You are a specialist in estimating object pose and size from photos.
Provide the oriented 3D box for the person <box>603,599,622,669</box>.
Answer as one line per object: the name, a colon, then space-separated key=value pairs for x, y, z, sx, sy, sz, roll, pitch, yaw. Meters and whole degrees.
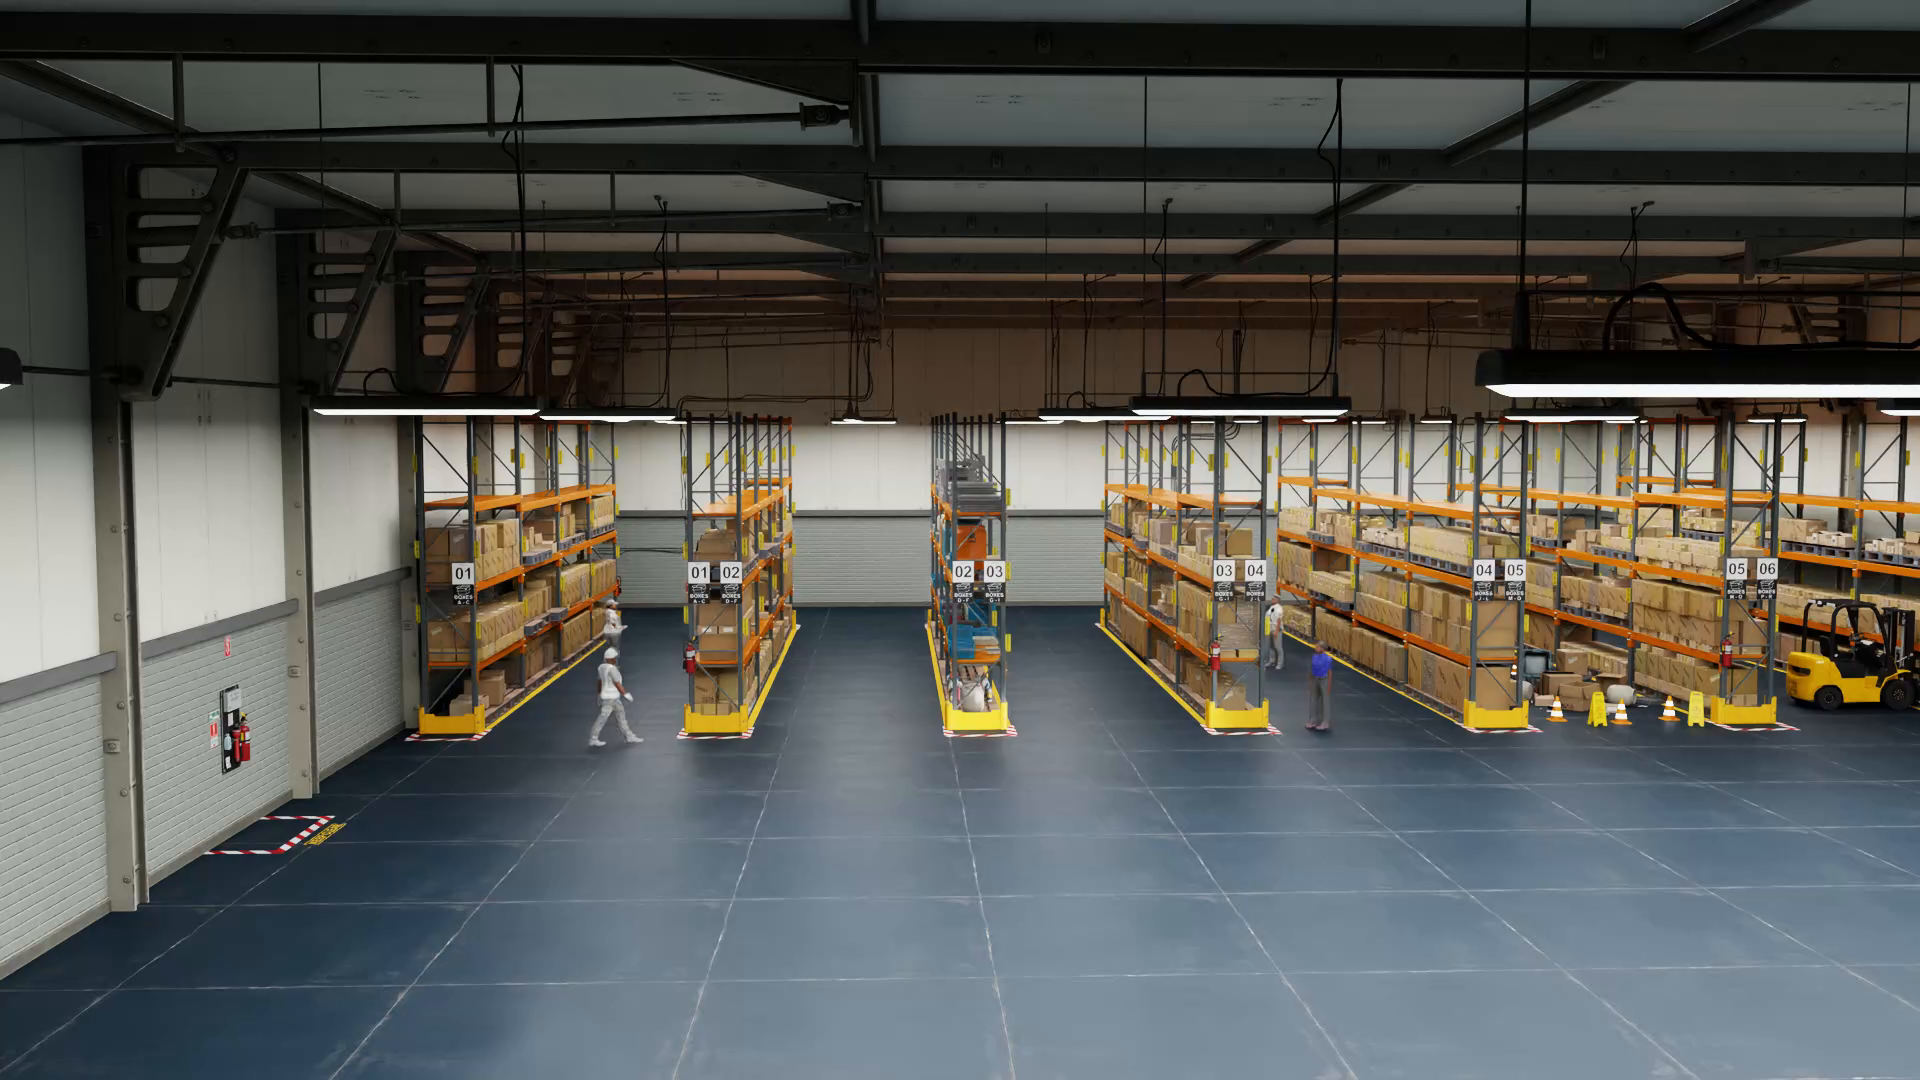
person: x=-8.152 y=2.222 z=39.111 sx=0.491 sy=1.665 sz=0.455 roll=2 pitch=5 yaw=33

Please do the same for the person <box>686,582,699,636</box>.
person: x=-7.298 y=1.750 z=45.847 sx=0.450 sy=1.736 sz=0.564 roll=1 pitch=4 yaw=9

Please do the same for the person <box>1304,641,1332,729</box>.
person: x=6.797 y=2.734 z=31.531 sx=0.495 sy=1.659 sz=0.386 roll=4 pitch=5 yaw=45

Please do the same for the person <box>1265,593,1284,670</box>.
person: x=7.479 y=2.164 z=39.511 sx=0.403 sy=1.812 sz=0.573 roll=-2 pitch=4 yaw=-29

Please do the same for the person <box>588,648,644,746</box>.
person: x=-6.134 y=2.794 z=29.657 sx=0.988 sy=1.732 sz=0.504 roll=-1 pitch=4 yaw=-14
